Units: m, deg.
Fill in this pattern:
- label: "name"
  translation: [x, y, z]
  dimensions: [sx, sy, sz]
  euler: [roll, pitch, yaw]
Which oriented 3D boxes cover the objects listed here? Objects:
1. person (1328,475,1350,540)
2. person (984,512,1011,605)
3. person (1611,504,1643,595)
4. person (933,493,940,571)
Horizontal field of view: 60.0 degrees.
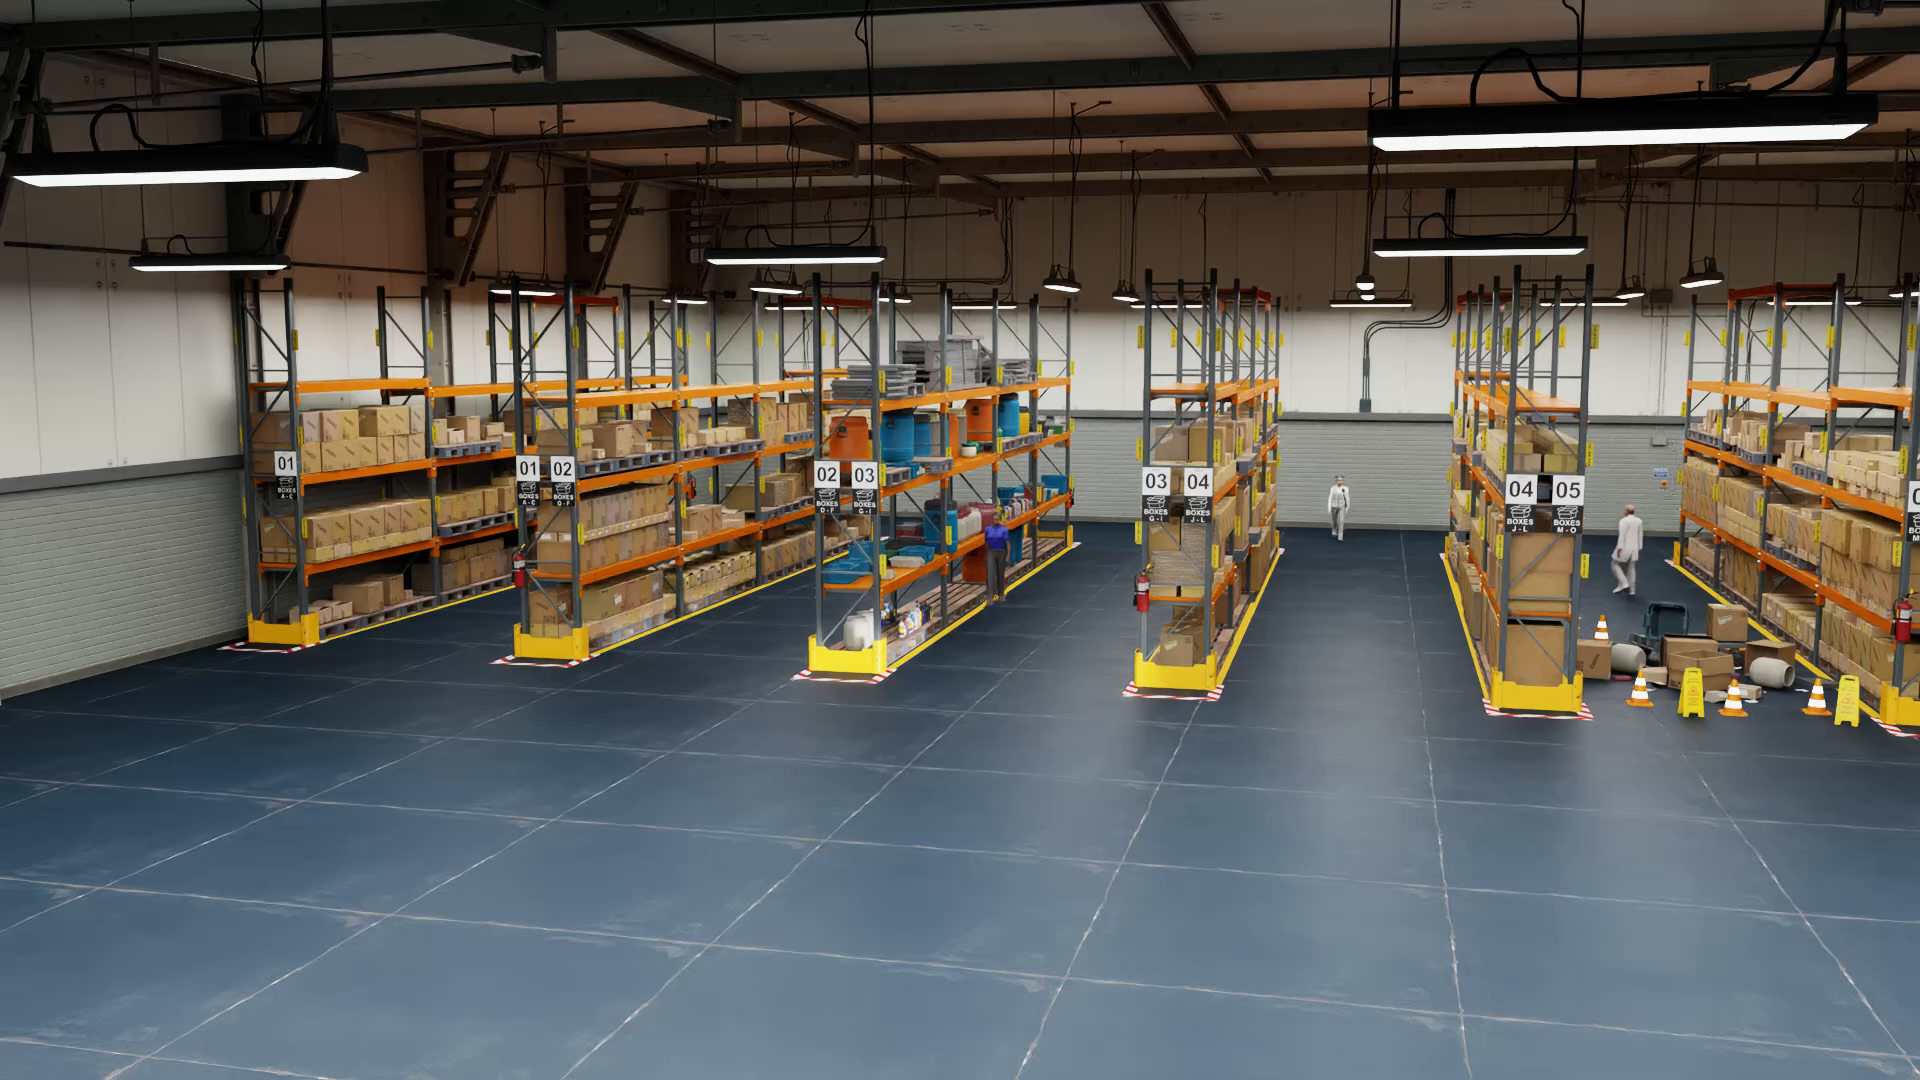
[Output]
- label: "person"
  translation: [9.533, -0.837, 41.839]
  dimensions: [0.519, 1.614, 1.049]
  euler: [2, 7, 14]
- label: "person"
  translation: [0.666, 0.310, 29.800]
  dimensions: [0.498, 1.646, 0.740]
  euler: [1, 7, 7]
- label: "person"
  translation: [13.191, 0.183, 32.820]
  dimensions: [0.623, 1.775, 0.492]
  euler: [-2, 7, -15]
- label: "person"
  translation: [-0.510, -0.208, 36.383]
  dimensions: [0.559, 1.657, 1.071]
  euler: [3, 7, 22]
